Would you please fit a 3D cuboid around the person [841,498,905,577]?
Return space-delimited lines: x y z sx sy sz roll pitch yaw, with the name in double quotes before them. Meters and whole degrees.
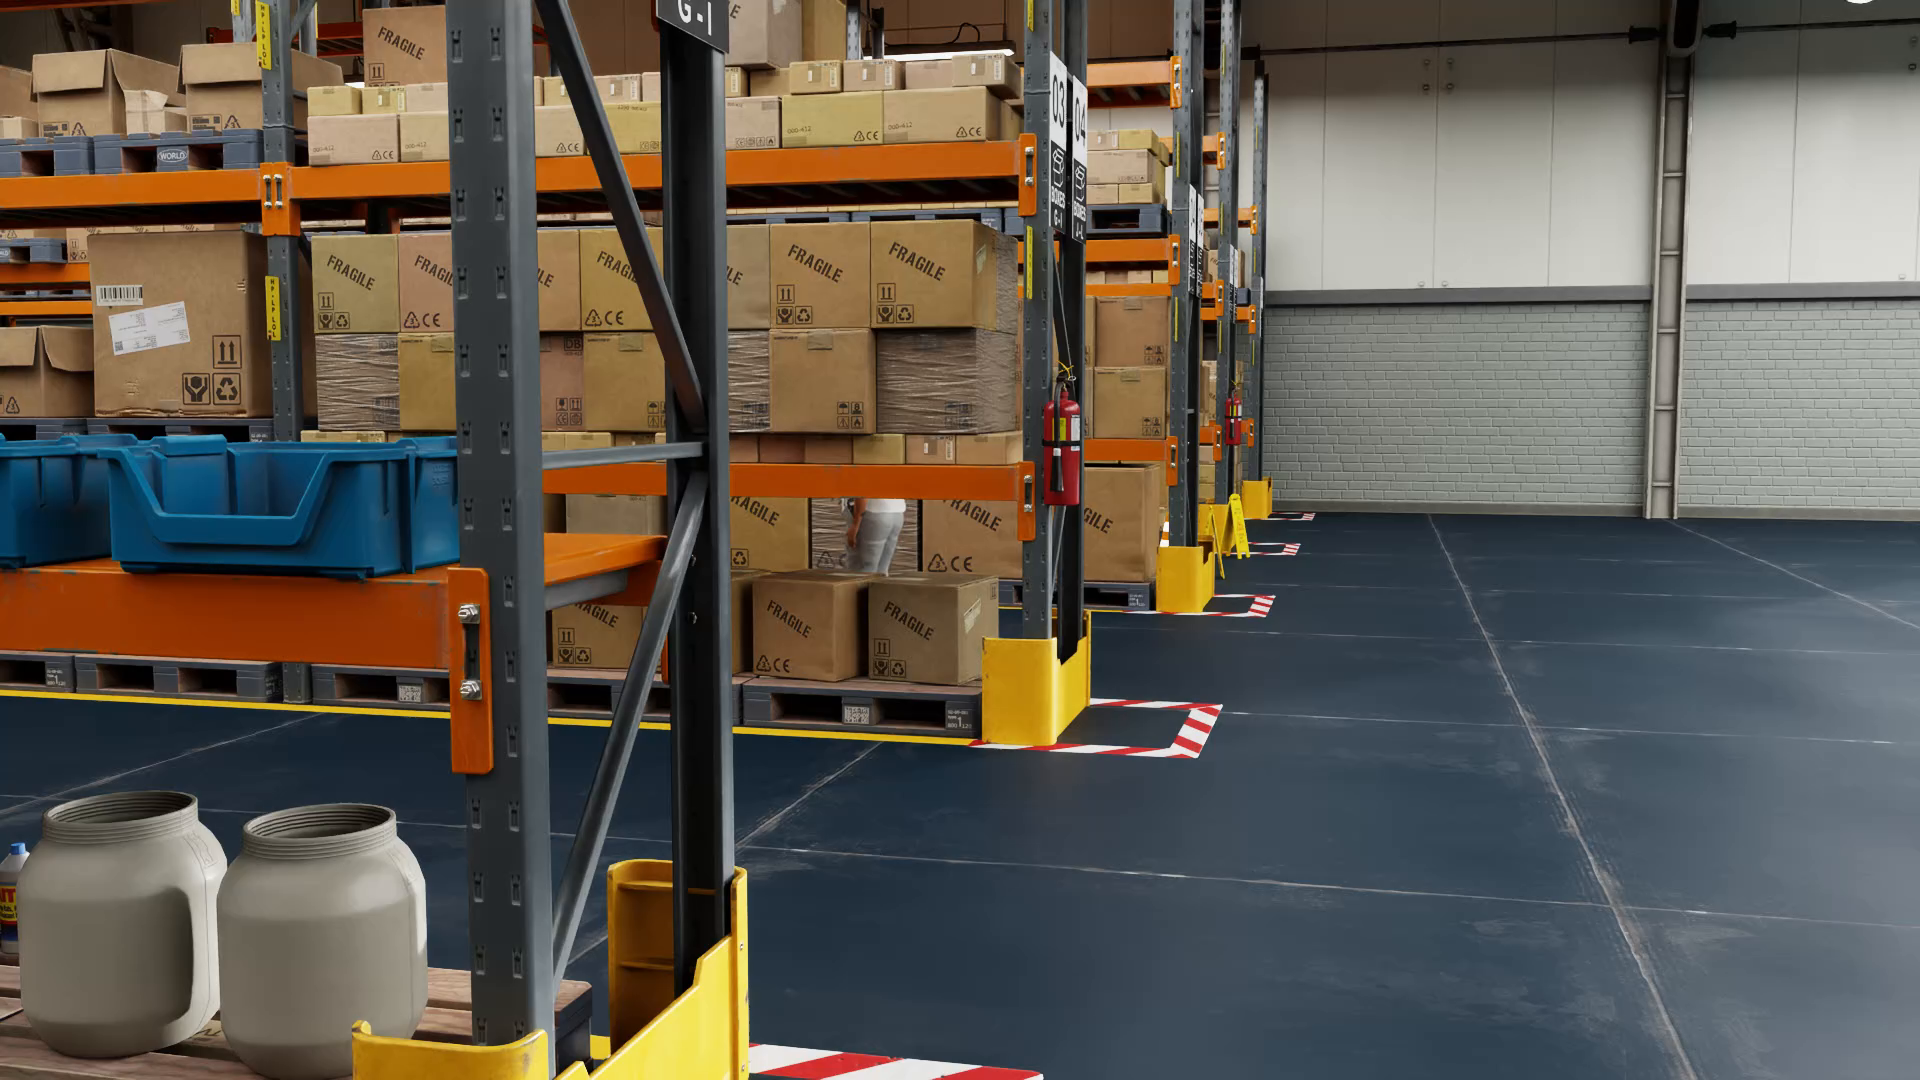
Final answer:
"person" -0.587 -0.110 10.419 0.465 1.670 0.530 2 5 19
